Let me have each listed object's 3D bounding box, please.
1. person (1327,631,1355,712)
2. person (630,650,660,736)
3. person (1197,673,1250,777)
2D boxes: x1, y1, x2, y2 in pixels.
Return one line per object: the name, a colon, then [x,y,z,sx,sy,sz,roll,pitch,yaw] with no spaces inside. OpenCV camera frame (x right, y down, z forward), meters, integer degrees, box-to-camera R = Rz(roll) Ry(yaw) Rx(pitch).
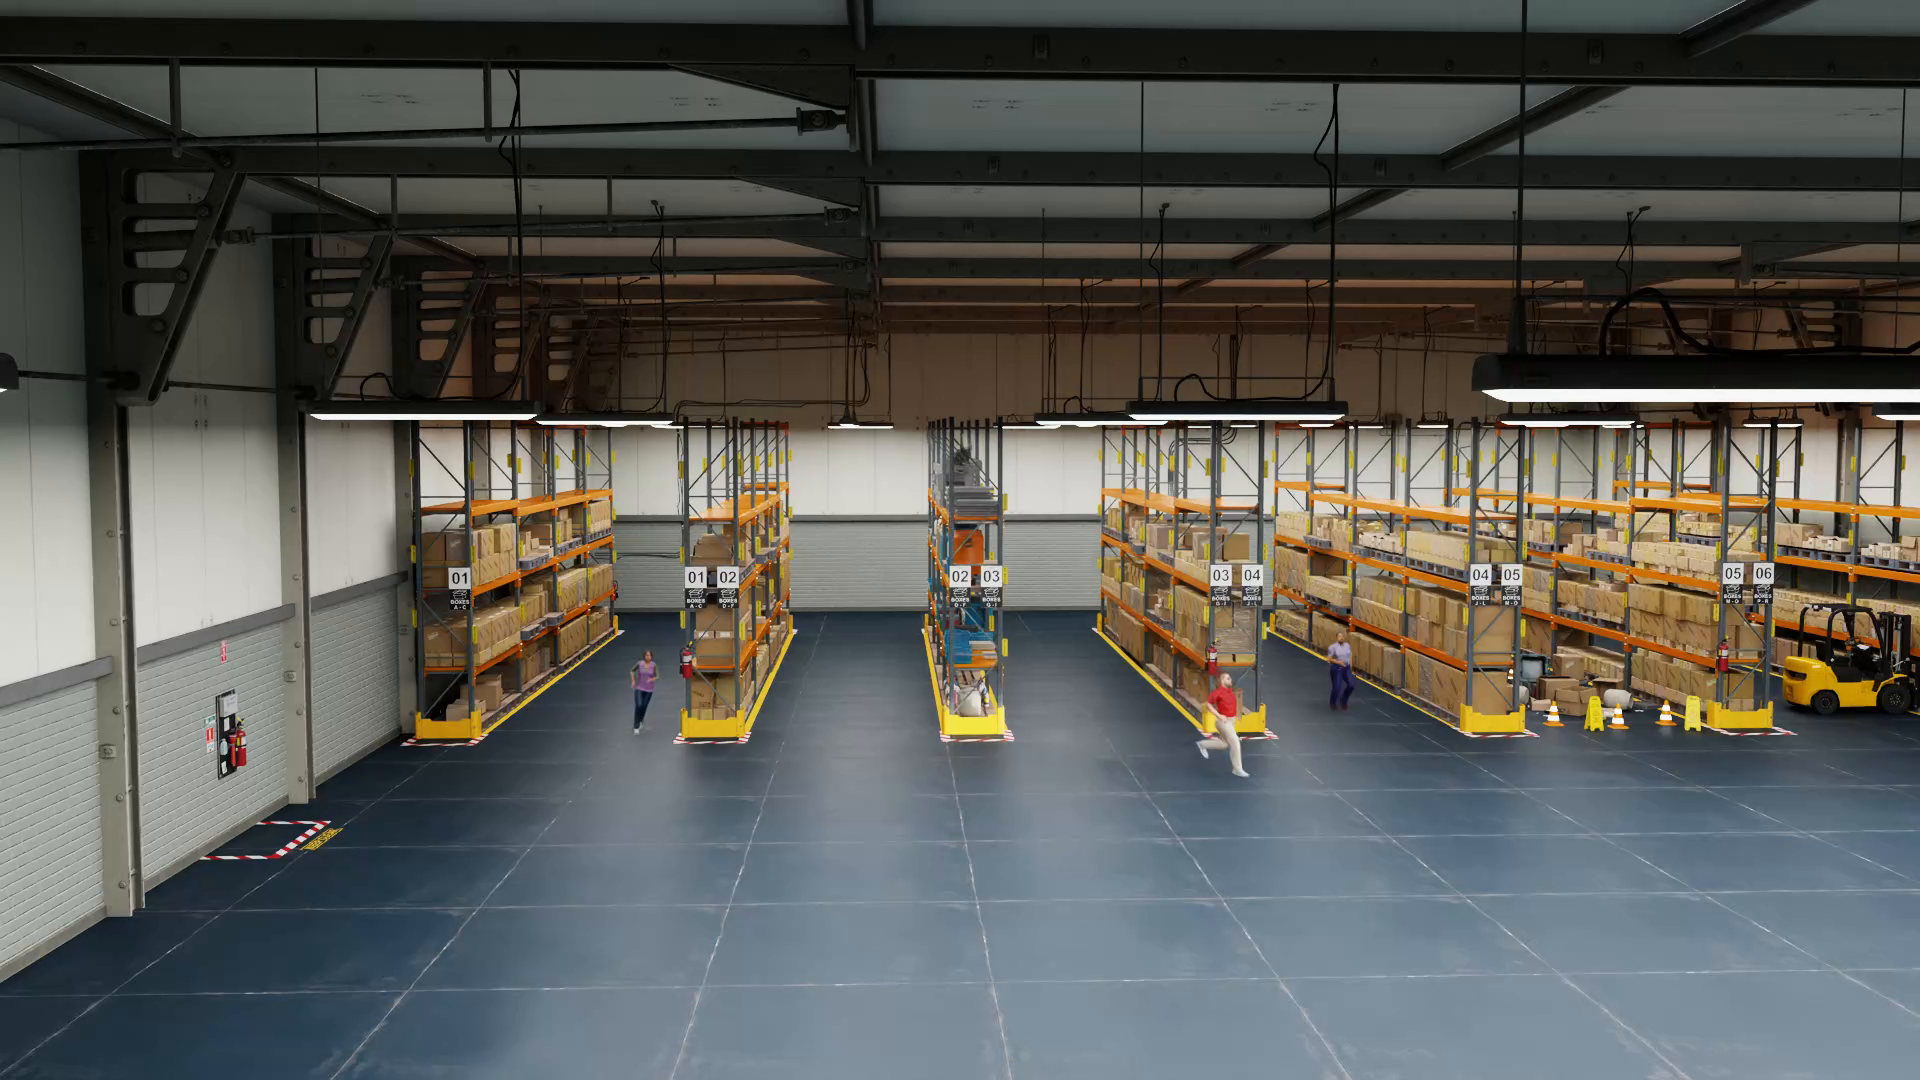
person: [7.810,2.694,34.083,0.605,1.646,0.646,-1,4,-11]
person: [-5.986,2.881,31.624,0.539,1.620,0.762,-1,4,-16]
person: [4.416,3.083,27.882,1.012,1.721,0.643,2,4,30]
